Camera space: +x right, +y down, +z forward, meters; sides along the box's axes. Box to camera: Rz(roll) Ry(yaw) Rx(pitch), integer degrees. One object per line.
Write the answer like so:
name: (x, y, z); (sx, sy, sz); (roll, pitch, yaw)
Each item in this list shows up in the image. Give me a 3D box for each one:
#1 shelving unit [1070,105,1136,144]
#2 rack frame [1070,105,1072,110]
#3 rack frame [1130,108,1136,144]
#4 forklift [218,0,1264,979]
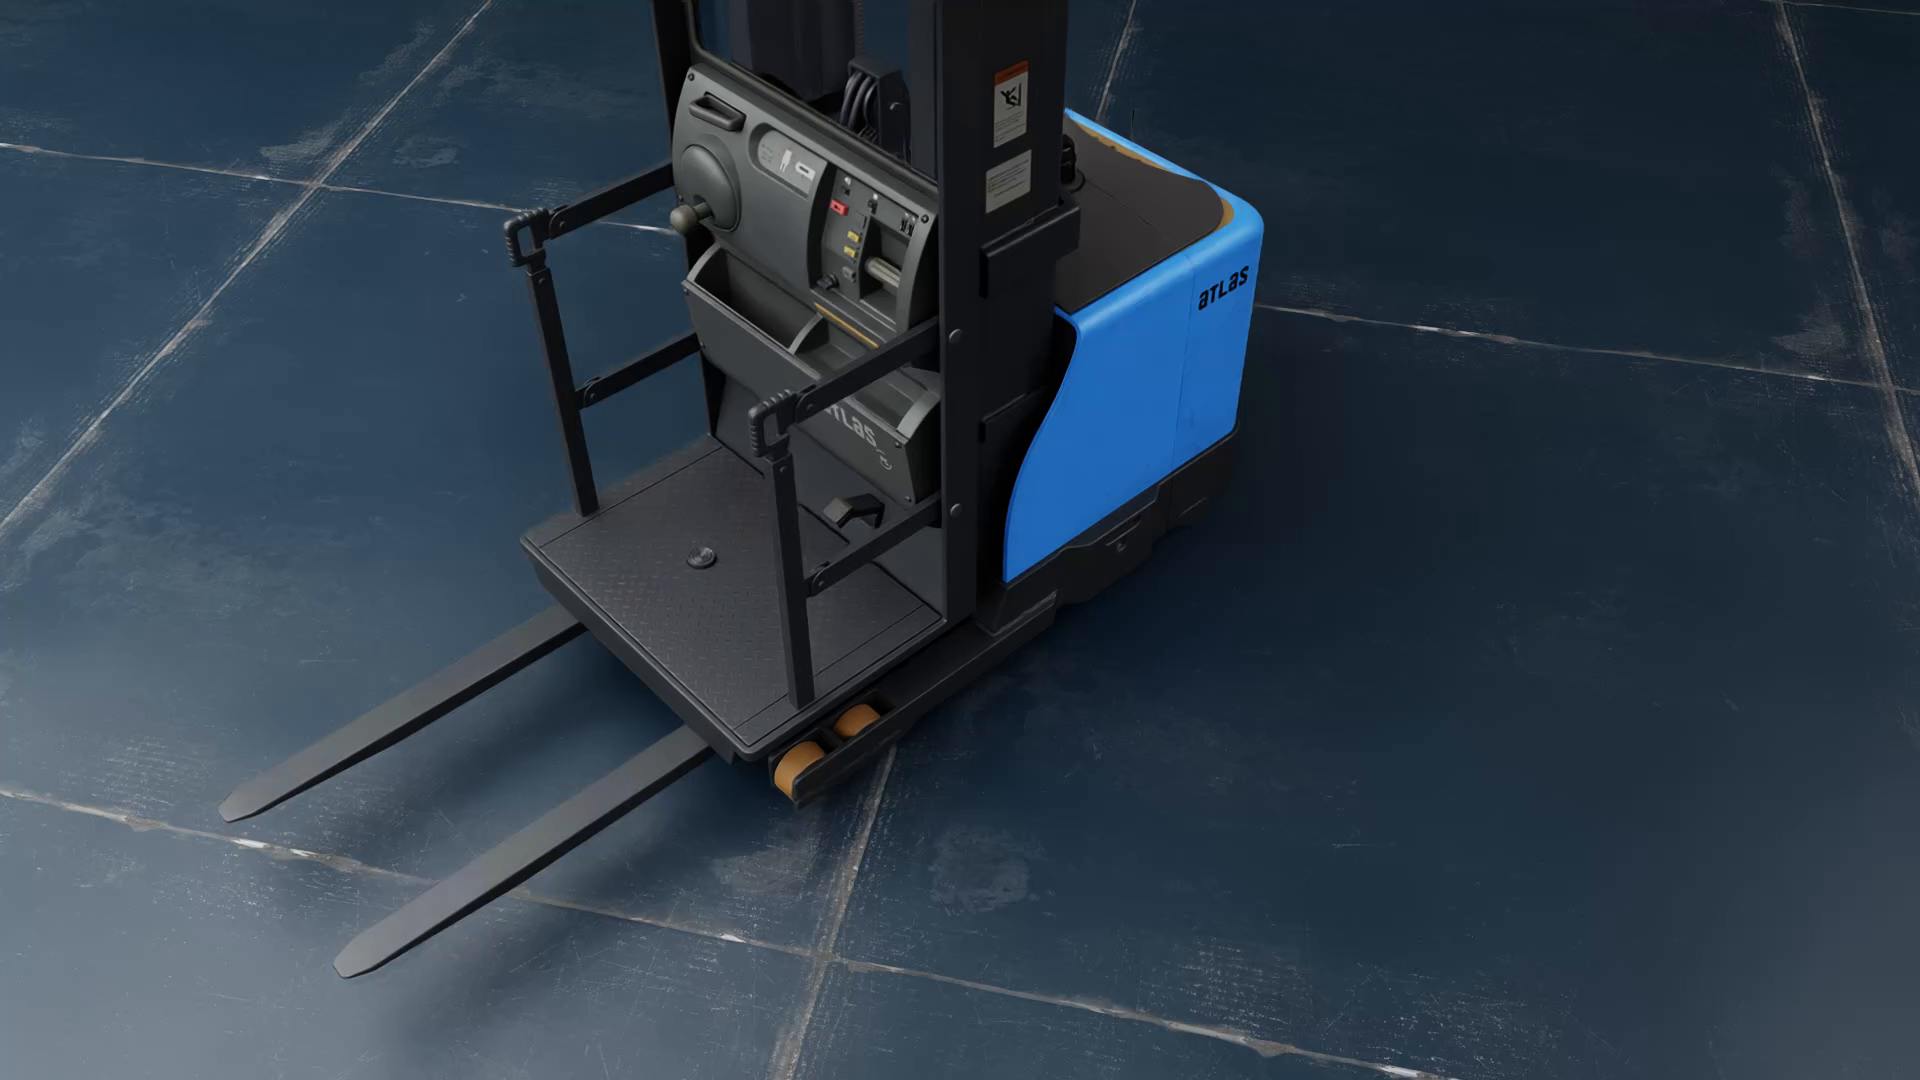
shelving unit: (0.452, -1.005, 5.644); (0.210, 0.900, 0.258); (3, 44, 2)
rack frame: (0.350, -1.010, 5.647); (0.006, 0.900, 0.240); (3, 44, 2)
rack frame: (0.553, -1.000, 5.640); (0.006, 0.900, 0.240); (3, 44, 2)
forklift: (-0.549, -0.756, 3.922); (3.031, 2.935, 1.130); (-33, 53, -29)
